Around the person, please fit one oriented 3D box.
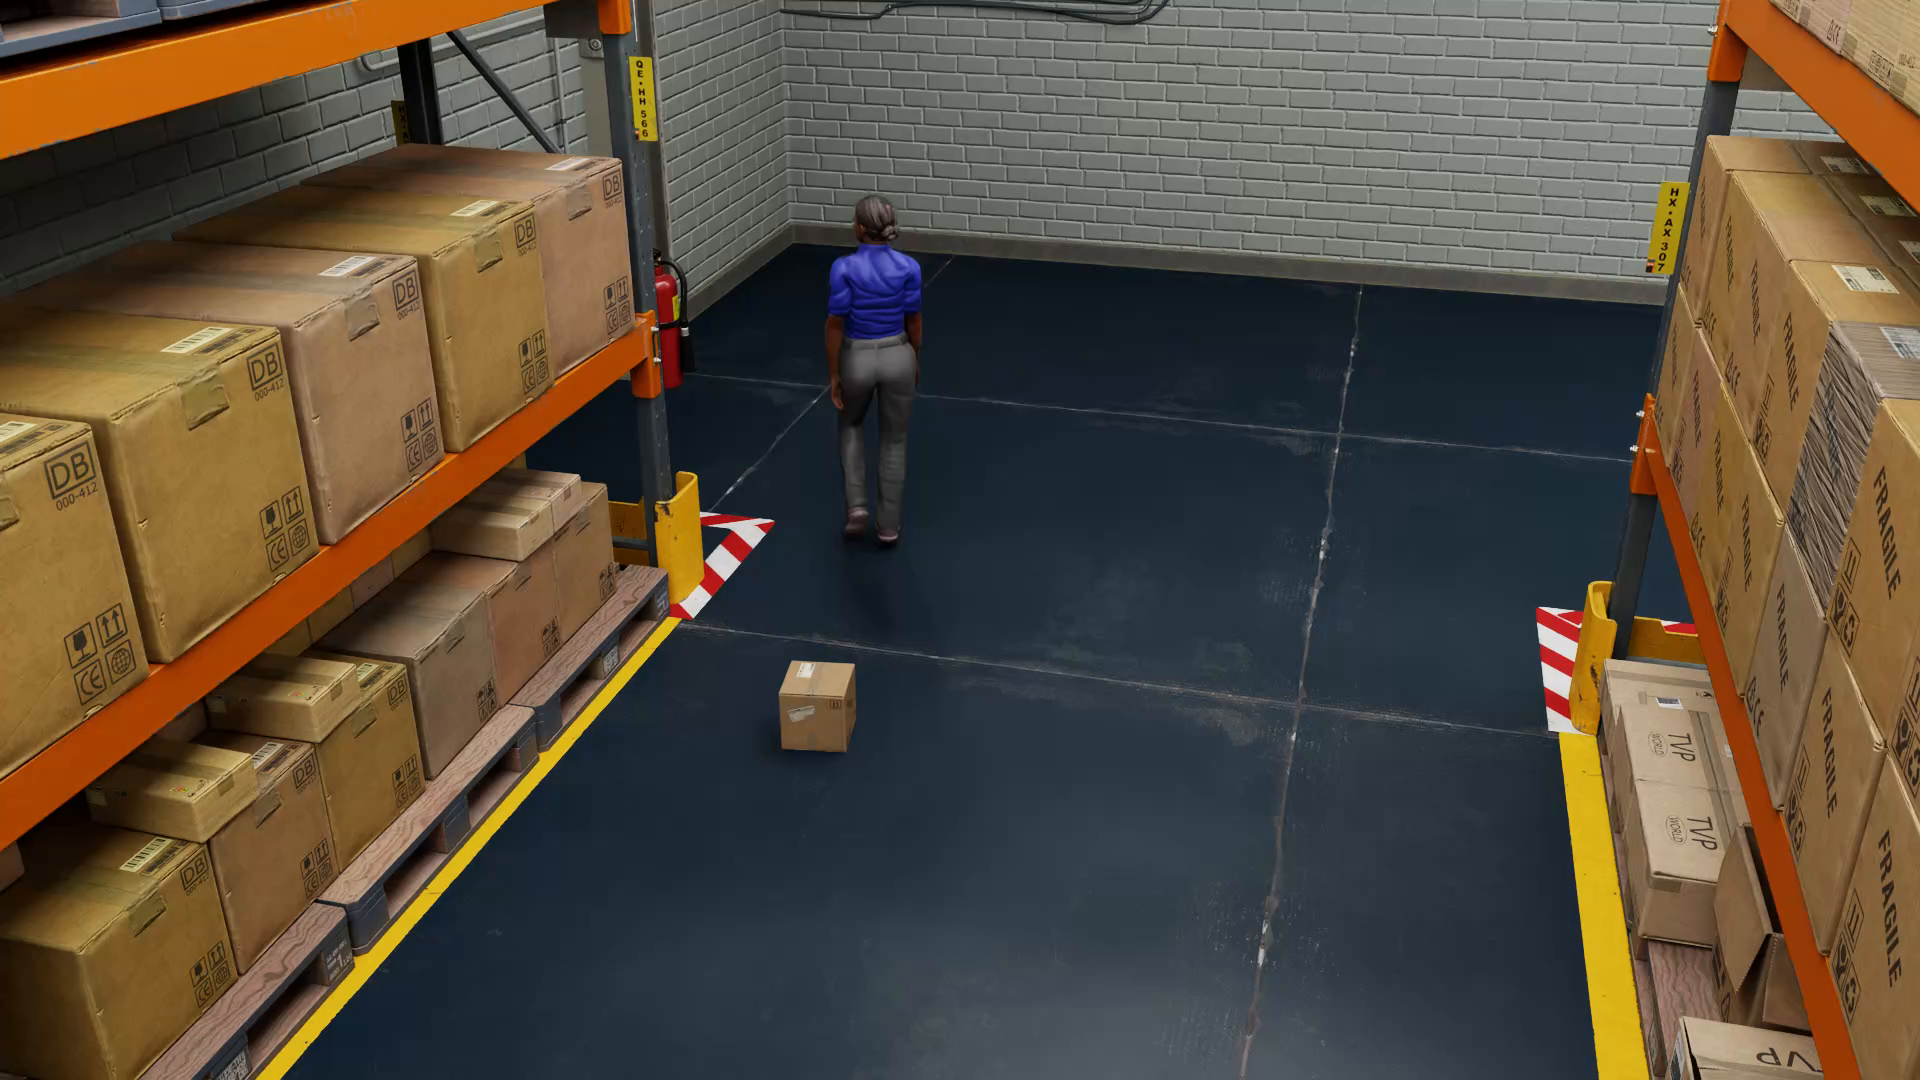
[{"bbox_3d":[-0.397,-0.771,7.739,0.452,1.692,0.407,-2,26,-5],"label":"person"}]
